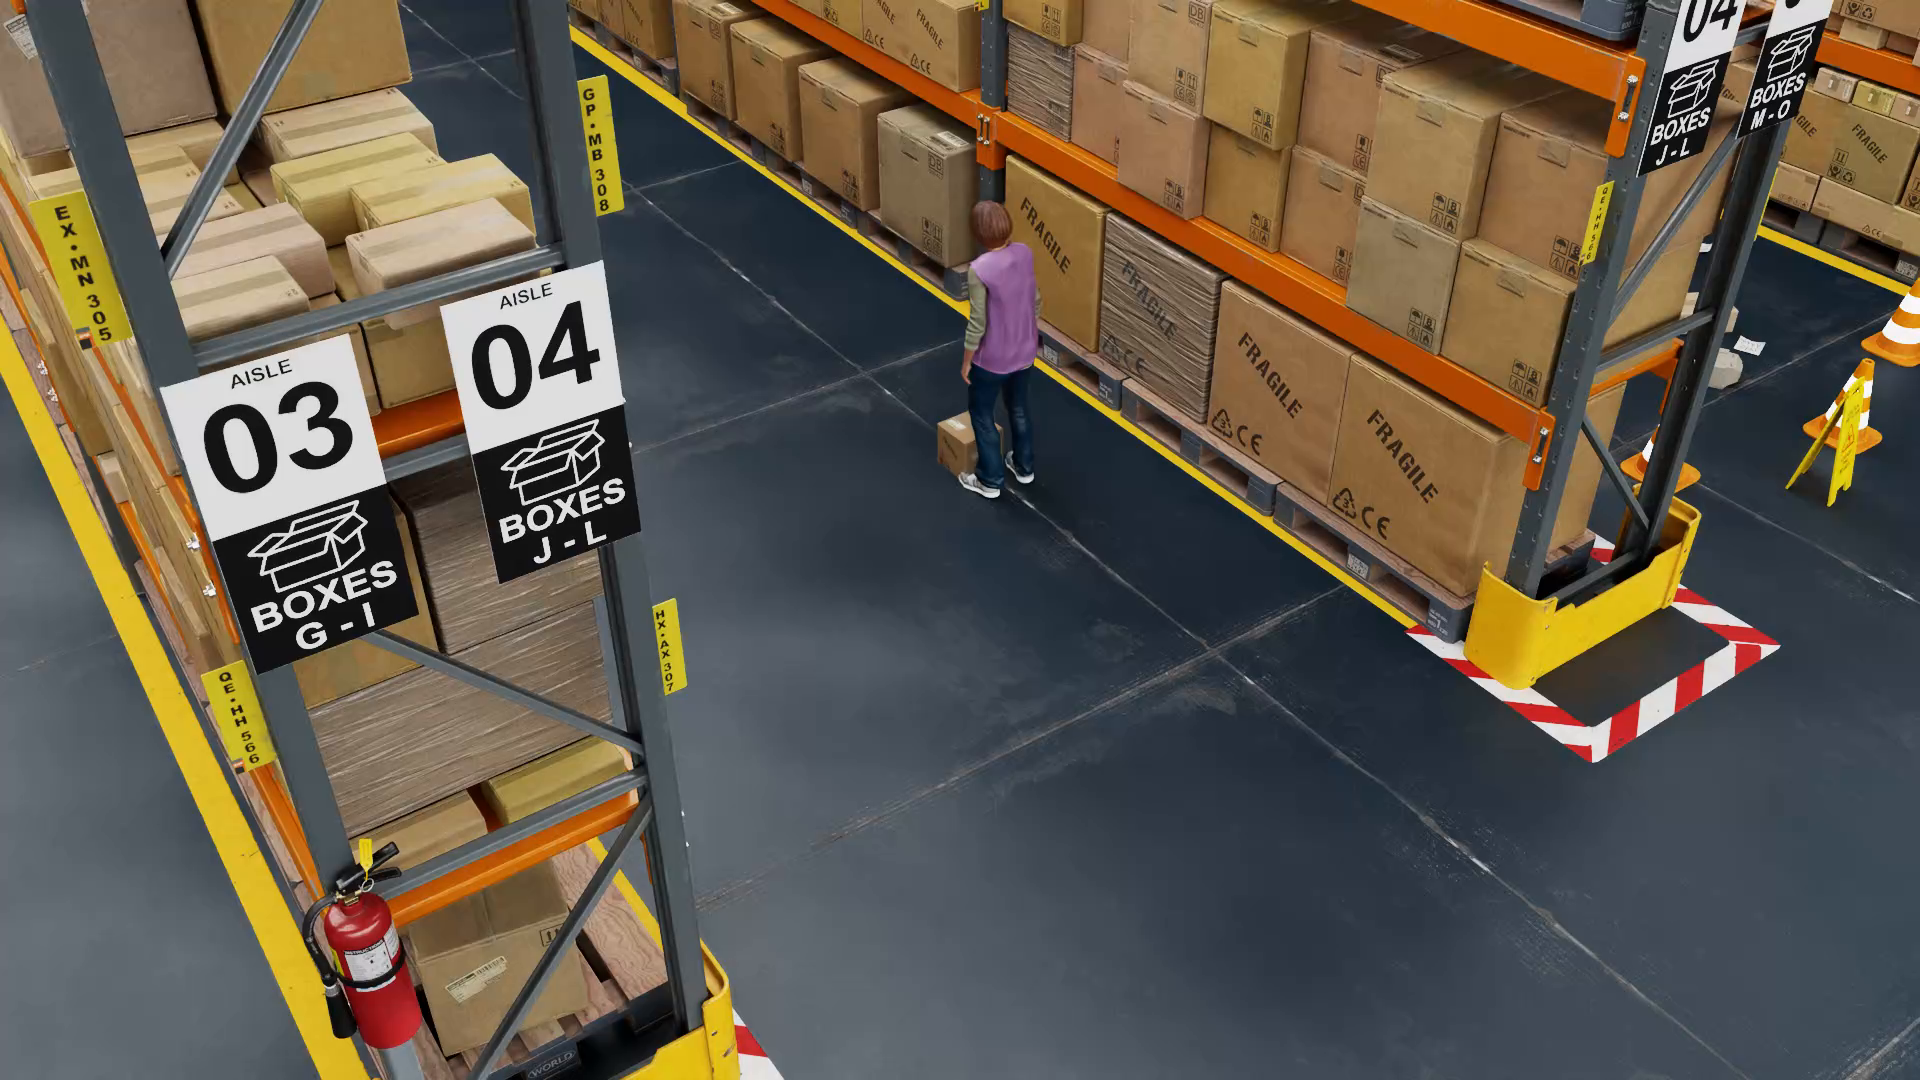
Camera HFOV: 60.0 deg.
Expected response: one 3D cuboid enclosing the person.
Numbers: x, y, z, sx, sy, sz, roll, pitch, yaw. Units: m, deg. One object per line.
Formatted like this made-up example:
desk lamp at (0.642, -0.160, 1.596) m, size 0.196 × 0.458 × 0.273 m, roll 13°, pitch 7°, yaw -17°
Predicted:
person at (0.196, -0.922, 8.240) m, size 0.483 × 1.592 × 0.347 m, roll -26°, pitch 44°, yaw -30°
